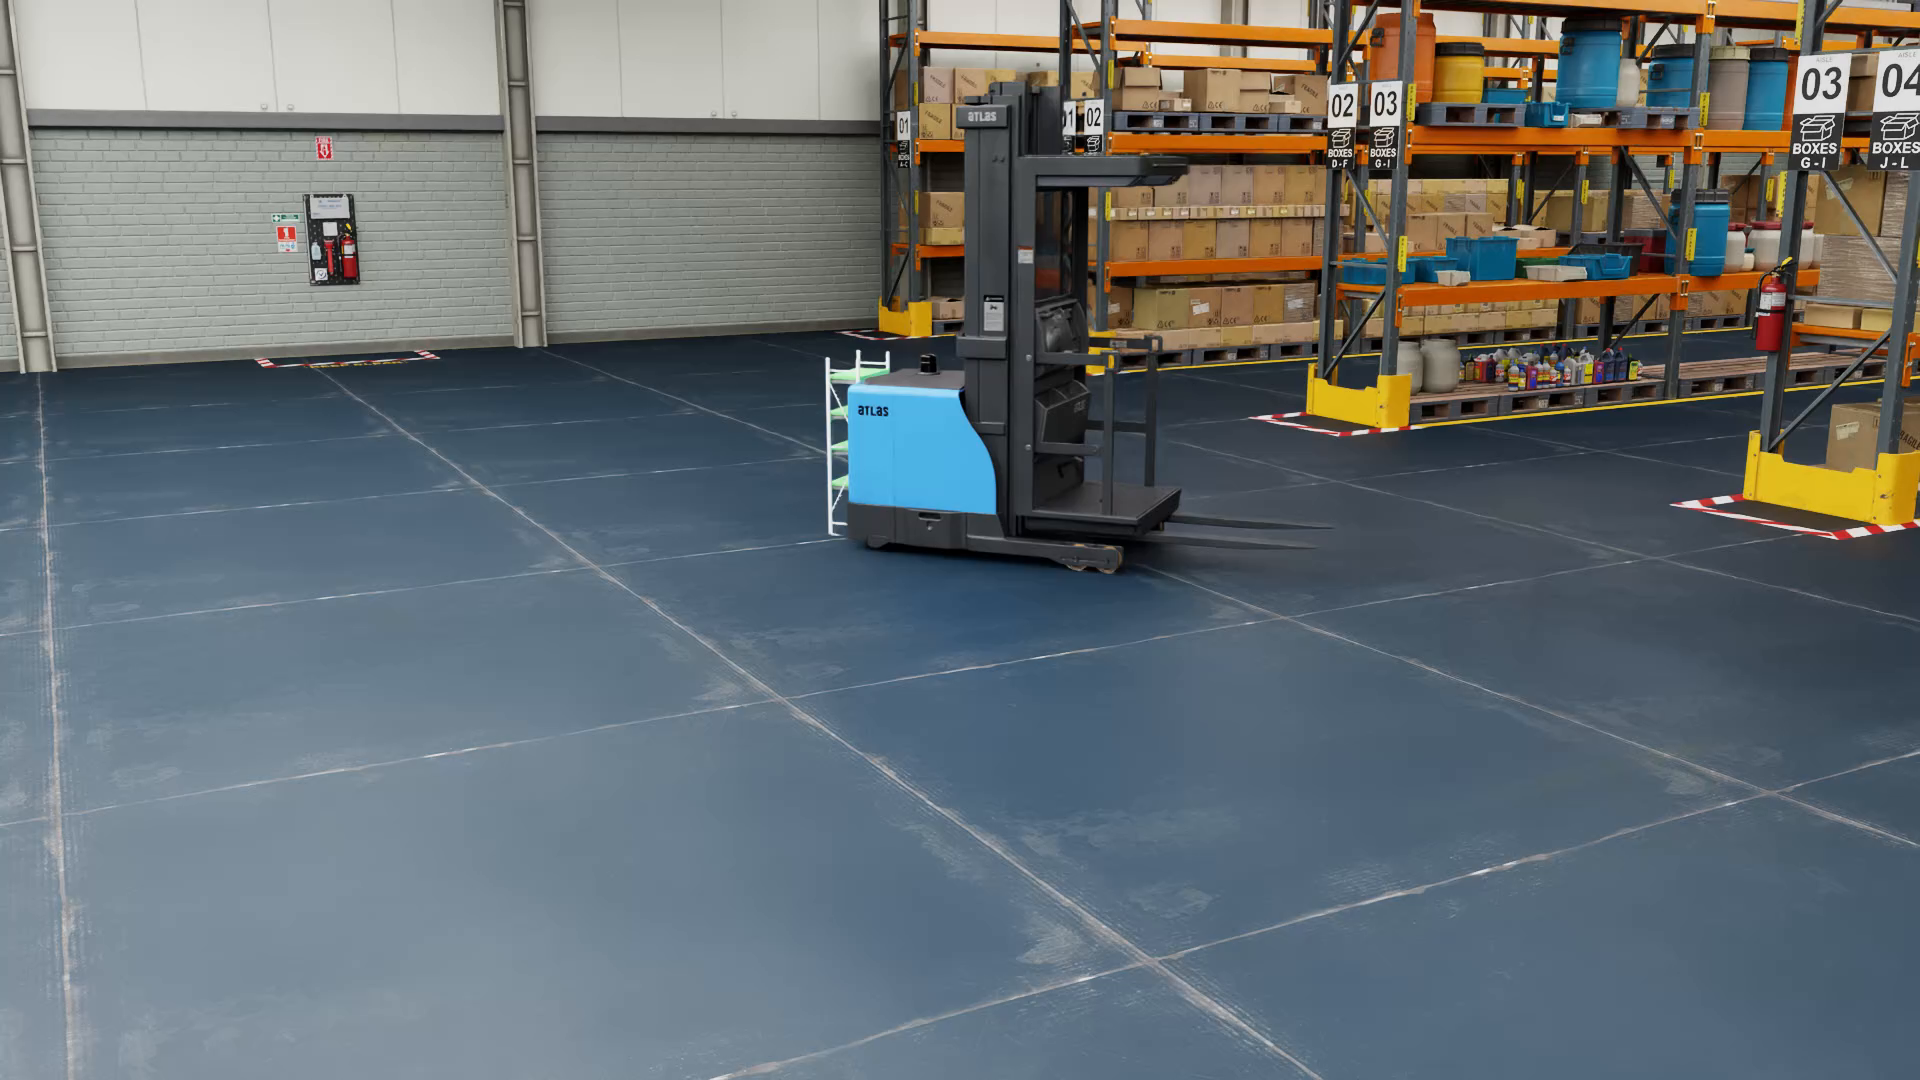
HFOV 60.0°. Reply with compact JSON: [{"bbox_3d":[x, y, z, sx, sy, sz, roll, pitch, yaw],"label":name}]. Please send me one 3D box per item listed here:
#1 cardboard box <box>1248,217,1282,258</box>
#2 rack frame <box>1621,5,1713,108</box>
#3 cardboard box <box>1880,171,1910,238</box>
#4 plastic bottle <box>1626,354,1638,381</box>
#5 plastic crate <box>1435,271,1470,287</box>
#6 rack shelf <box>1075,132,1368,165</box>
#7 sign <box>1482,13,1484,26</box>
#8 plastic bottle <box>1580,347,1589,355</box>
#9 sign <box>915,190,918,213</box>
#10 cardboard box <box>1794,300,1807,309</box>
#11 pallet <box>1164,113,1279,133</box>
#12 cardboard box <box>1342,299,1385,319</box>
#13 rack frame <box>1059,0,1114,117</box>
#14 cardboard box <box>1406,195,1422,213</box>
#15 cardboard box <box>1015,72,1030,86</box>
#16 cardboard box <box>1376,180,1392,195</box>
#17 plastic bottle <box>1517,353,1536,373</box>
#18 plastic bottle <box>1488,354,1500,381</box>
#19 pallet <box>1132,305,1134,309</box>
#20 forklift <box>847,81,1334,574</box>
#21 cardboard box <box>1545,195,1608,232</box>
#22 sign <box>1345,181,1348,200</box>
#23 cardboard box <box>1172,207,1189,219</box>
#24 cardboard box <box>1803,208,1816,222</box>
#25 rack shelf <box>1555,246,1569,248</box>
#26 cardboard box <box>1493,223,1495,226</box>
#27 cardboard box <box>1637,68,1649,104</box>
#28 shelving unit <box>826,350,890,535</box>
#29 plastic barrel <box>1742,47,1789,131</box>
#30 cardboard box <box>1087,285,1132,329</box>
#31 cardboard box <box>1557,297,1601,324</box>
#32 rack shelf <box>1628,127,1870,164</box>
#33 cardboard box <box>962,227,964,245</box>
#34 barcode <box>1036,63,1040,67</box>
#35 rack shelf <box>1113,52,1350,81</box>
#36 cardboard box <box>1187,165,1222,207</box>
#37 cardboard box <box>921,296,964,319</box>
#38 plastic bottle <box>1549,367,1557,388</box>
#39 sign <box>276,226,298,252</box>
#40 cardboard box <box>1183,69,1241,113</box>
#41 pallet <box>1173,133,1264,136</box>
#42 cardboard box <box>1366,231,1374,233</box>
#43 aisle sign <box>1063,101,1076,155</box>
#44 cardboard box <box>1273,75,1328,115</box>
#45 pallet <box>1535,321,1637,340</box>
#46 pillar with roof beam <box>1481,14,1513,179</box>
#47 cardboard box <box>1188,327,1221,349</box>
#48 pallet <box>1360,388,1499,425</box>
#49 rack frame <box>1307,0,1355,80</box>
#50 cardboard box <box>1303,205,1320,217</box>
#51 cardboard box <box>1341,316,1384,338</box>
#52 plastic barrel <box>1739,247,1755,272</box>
[{"bbox_3d":[3.712,-3.903,21.391,0.500,0.500,0.700,-7,14,-27],"label":"cardboard box"},{"bbox_3d":[7.371,-5.982,17.196,0.127,3.000,1.000,-7,14,-28],"label":"rack frame"},{"bbox_3d":[6.846,-2.367,11.614,0.500,0.500,0.500,-7,14,-28],"label":"cardboard box"},{"bbox_3d":[7.106,-1.831,17.597,0.133,0.283,0.061,-6,14,-25],"label":"plastic bottle"},{"bbox_3d":[4.799,-2.538,16.157,0.250,0.136,0.298,-7,14,-28],"label":"plastic crate"},{"bbox_3d":[3.245,-4.913,20.913,4.000,0.370,1.077,-7,14,-28],"label":"rack shelf"},{"bbox_3d":[9.401,-9.376,29.786,0.005,0.325,0.100,-7,14,-28],"label":"sign"},{"bbox_3d":[6.881,-1.990,18.332,0.097,0.271,0.097,0,13,0],"label":"plastic bottle"},{"bbox_3d":[-0.627,-4.862,23.909,0.005,0.325,0.100,-7,14,-28],"label":"sign"},{"bbox_3d":[13.249,-3.780,26.524,0.250,0.166,0.380,-7,14,-28],"label":"cardboard box"},{"bbox_3d":[3.195,-5.209,20.791,1.213,0.211,1.003,-7,14,-28],"label":"pallet"},{"bbox_3d":[5.483,-3.143,22.272,0.500,0.311,0.500,-7,14,-28],"label":"cardboard box"},{"bbox_3d":[1.490,-6.517,19.569,0.127,3.000,1.000,-7,14,-28],"label":"rack frame"},{"bbox_3d":[7.584,-5.696,28.638,0.500,0.500,0.500,-7,14,-28],"label":"cardboard box"},{"bbox_3d":[0.728,-6.808,25.146,0.500,0.500,0.500,-7,14,-28],"label":"cardboard box"},{"bbox_3d":[7.128,-6.010,28.323,0.500,0.250,0.500,-7,14,-29],"label":"cardboard box"},{"bbox_3d":[6.018,-1.846,17.681,0.135,0.276,0.152,-7,14,-28],"label":"plastic bottle"},{"bbox_3d":[5.618,-1.834,17.629,0.135,0.276,0.152,-7,15,-29],"label":"plastic bottle"},{"bbox_3d":[3.306,-3.687,27.010,1.213,0.211,1.003,-7,14,-28],"label":"pallet"},{"bbox_3d":[0.831,-1.356,10.458,3.031,2.935,1.130,5,14,21],"label":"forklift"},{"bbox_3d":[9.010,-4.773,24.302,0.700,0.500,0.500,11,17,41],"label":"cardboard box"},{"bbox_3d":[6.403,-5.808,27.629,0.005,0.325,0.100,-7,14,-28],"label":"sign"},{"bbox_3d":[2.610,-4.035,20.502,0.250,0.149,0.380,-7,14,-29],"label":"cardboard box"},{"bbox_3d":[13.048,-4.957,26.074,0.500,0.500,0.500,-7,14,-27],"label":"cardboard box"},{"bbox_3d":[10.267,-4.291,24.982,4.000,0.370,1.077,-7,14,-28],"label":"rack shelf"},{"bbox_3d":[9.274,-5.572,29.565,0.250,0.149,0.380,-7,14,-27],"label":"cardboard box"},{"bbox_3d":[9.793,-6.583,24.193,0.500,0.500,0.500,-7,14,-28],"label":"cardboard box"},{"bbox_3d":[-0.685,-0.663,11.321,0.258,1.200,0.503,5,14,21],"label":"shelving unit"},{"bbox_3d":[8.861,-4.996,18.505,0.708,0.901,0.600,-7,14,-28],"label":"plastic barrel"},{"bbox_3d":[1.818,-2.933,20.907,0.500,0.500,0.500,-7,14,-28],"label":"cardboard box"},{"bbox_3d":[9.048,-3.419,24.162,0.500,0.500,0.500,-6,14,-25],"label":"cardboard box"},{"bbox_3d":[9.126,-4.378,18.539,4.000,0.370,1.077,-7,14,-28],"label":"rack shelf"},{"bbox_3d":[0.142,-4.528,24.694,0.500,0.250,0.500,-7,15,-30],"label":"cardboard box"},{"bbox_3d":[1.198,-7.292,25.519,0.075,0.075,0.001,-7,14,-28],"label":"barcode"},{"bbox_3d":[4.379,-7.556,26.737,4.000,0.370,1.077,-7,14,-28],"label":"rack shelf"},{"bbox_3d":[2.853,-4.433,20.794,0.500,0.500,0.700,-7,14,-28],"label":"cardboard box"},{"bbox_3d":[-0.237,-3.502,24.962,0.500,0.311,0.500,-9,15,-34],"label":"cardboard box"},{"bbox_3d":[6.076,-1.672,17.078,0.097,0.201,0.097,0,13,0],"label":"plastic bottle"},{"bbox_3d":[-8.676,-3.880,21.435,0.234,0.329,0.001,-7,14,-28],"label":"sign"},{"bbox_3d":[3.078,-5.497,20.369,0.500,0.500,0.500,-7,14,-28],"label":"cardboard box"},{"bbox_3d":[4.125,-6.491,26.714,1.003,0.211,1.213,-7,14,-28],"label":"pallet"},{"bbox_3d":[5.684,-4.073,22.681,0.258,0.266,0.396,-7,15,-29],"label":"cardboard box"},{"bbox_3d":[1.291,-4.908,20.164,0.004,0.787,0.394,-7,14,-28],"label":"aisle sign"},{"bbox_3d":[4.432,-5.794,21.687,0.500,0.500,0.500,-6,14,-23],"label":"cardboard box"},{"bbox_3d":[9.185,-3.142,24.591,1.213,0.211,1.003,-7,14,-28],"label":"pallet"},{"bbox_3d":[11.908,-8.144,26.801,0.400,9.000,9.100,-7,14,-28],"label":"pillar with roof beam"},{"bbox_3d":[2.943,-2.573,21.014,0.500,0.250,0.500,-7,14,-28],"label":"cardboard box"},{"bbox_3d":[4.619,-1.376,16.742,1.213,0.211,1.003,-7,14,-28],"label":"pallet"},{"bbox_3d":[6.135,-8.312,27.549,0.127,3.000,1.000,-7,14,-28],"label":"rack frame"},{"bbox_3d":[4.418,-4.252,21.467,0.250,0.149,0.380,-7,15,-30],"label":"cardboard box"},{"bbox_3d":[5.473,-2.869,22.330,0.500,0.250,0.500,-7,15,-29],"label":"cardboard box"},{"bbox_3d":[8.606,-3.098,18.357,0.301,0.262,0.301,0,13,0],"label":"plastic barrel"}]
